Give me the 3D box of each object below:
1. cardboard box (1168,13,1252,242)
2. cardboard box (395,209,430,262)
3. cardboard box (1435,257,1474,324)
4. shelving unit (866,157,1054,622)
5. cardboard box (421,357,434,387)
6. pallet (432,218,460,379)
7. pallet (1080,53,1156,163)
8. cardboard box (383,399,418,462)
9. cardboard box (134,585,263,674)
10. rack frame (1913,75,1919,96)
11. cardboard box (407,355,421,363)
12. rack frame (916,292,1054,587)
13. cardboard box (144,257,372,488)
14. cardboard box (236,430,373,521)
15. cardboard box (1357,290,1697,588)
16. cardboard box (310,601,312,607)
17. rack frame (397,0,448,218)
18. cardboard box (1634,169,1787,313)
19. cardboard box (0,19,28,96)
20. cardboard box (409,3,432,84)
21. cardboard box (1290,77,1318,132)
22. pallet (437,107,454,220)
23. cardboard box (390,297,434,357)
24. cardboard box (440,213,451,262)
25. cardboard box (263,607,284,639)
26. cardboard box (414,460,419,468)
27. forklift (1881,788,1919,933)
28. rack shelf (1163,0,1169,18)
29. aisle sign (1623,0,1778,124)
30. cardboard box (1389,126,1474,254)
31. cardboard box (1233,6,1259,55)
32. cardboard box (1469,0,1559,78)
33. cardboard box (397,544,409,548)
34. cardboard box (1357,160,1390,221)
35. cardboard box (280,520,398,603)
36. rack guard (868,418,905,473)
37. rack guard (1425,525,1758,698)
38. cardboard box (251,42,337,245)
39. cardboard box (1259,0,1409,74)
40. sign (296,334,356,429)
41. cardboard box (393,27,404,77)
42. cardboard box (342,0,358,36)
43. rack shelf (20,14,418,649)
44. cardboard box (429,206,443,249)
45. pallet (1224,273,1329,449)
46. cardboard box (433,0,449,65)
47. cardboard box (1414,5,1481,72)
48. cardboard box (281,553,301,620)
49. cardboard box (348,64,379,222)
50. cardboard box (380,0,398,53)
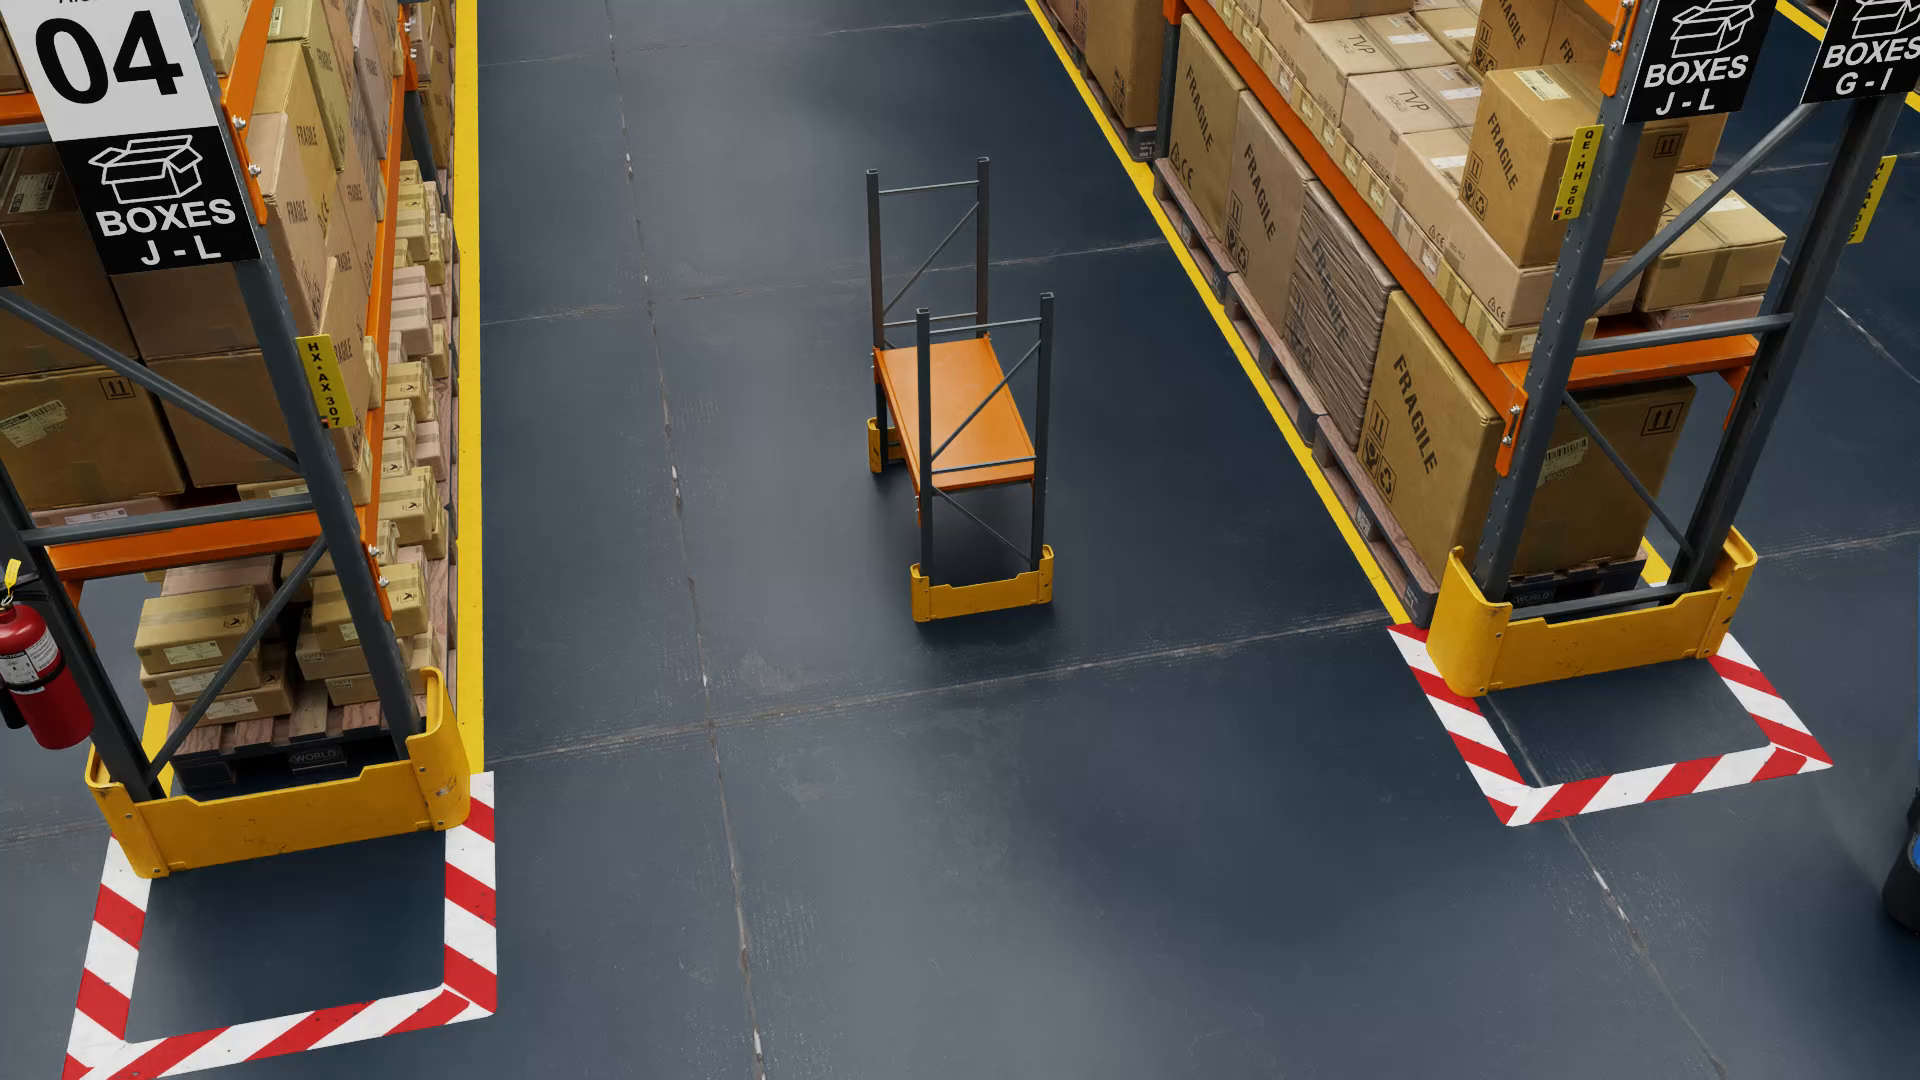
[{"bbox_3d":[1.683,-2.219,8.774,0.875,0.875,0.875,-8,42,-9],"label":"cardboard box"},{"bbox_3d":[-2.761,-1.450,8.007,0.380,0.149,0.250,-9,42,-10],"label":"cardboard box"},{"bbox_3d":[2.026,-0.961,6.262,0.380,0.149,0.250,-8,42,-9],"label":"cardboard box"},{"bbox_3d":[-0.016,-0.610,6.808,0.587,1.500,1.083,-8,42,-9],"label":"shelving unit"},{"bbox_3d":[-2.615,-0.686,7.595,0.380,0.149,0.250,-8,42,-8],"label":"cardboard box"},{"bbox_3d":[-3.067,-1.177,8.417,1.003,0.211,1.213,-8,42,-9],"label":"pallet"},{"bbox_3d":[1.379,-2.742,10.180,1.003,0.211,1.213,-8,42,-9],"label":"pallet"},{"bbox_3d":[-2.455,-0.432,6.860,0.380,0.149,0.250,-7,42,-8],"label":"cardboard box"},{"bbox_3d":[-2.744,0.322,6.010,0.380,0.149,0.250,-8,42,-9],"label":"cardboard box"},{"bbox_3d":[6.455,-4.005,9.502,1.000,3.000,0.127,-8,42,-9],"label":"rack frame"},{"bbox_3d":[-2.651,-0.833,7.536,0.380,0.149,0.250,-10,43,-11],"label":"cardboard box"},{"bbox_3d":[0.091,-0.287,6.443,0.500,1.500,0.032,-8,42,-9],"label":"rack frame"},{"bbox_3d":[-2.210,-0.537,5.296,0.500,0.500,0.500,-6,42,-7],"label":"cardboard box"},{"bbox_3d":[-2.133,-0.220,5.428,0.380,0.149,0.250,-9,42,-10],"label":"cardboard box"},{"bbox_3d":[2.266,-0.468,6.802,0.875,0.875,0.875,-8,42,-9],"label":"cardboard box"},{"bbox_3d":[-2.320,0.308,6.474,0.380,0.149,0.250,-9,42,-9],"label":"cardboard box"},{"bbox_3d":[-3.246,-2.650,7.976,1.000,3.000,0.127,-8,42,-9],"label":"rack frame"},{"bbox_3d":[2.642,-1.108,6.127,0.500,0.250,0.500,-9,42,-10],"label":"cardboard box"},{"bbox_3d":[-2.739,-1.380,4.399,0.500,0.250,0.500,-9,42,-10],"label":"cardboard box"},{"bbox_3d":[-3.148,-2.670,9.000,0.500,0.250,0.500,-10,43,-11],"label":"cardboard box"},{"bbox_3d":[1.696,-1.952,7.379,0.380,0.149,0.250,-9,42,-11],"label":"cardboard box"},{"bbox_3d":[-3.416,-2.112,9.470,1.003,0.211,1.213,-8,42,-9],"label":"pallet"},{"bbox_3d":[-2.562,-0.935,7.427,0.380,0.149,0.250,-10,43,-11],"label":"cardboard box"},{"bbox_3d":[-2.829,-1.536,8.552,0.380,0.149,0.250,-8,42,-9],"label":"cardboard box"},{"bbox_3d":[-2.779,0.262,6.302,0.380,0.149,0.250,-9,42,-10],"label":"cardboard box"},{"bbox_3d":[-2.476,-0.185,7.030,0.380,0.149,0.250,-8,42,-9],"label":"cardboard box"},{"bbox_3d":[4.508,-0.327,5.410,1.130,2.935,3.031,29,49,29],"label":"forklift"},{"bbox_3d":[1.187,-4.323,10.402,1.077,0.370,4.000,-8,42,-9],"label":"rack shelf"},{"bbox_3d":[2.205,-1.585,4.818,0.394,0.787,0.004,-8,42,-9],"label":"aisle sign"},{"bbox_3d":[2.010,-1.363,6.415,0.500,0.250,0.500,-9,42,-10],"label":"cardboard box"},{"bbox_3d":[1.530,-2.451,7.941,0.380,0.149,0.250,-9,42,-10],"label":"cardboard box"},{"bbox_3d":[2.417,-2.047,6.621,0.500,0.500,0.500,-9,42,-10],"label":"cardboard box"},{"bbox_3d":[-2.388,0.032,6.561,0.380,0.149,0.250,-8,42,-9],"label":"cardboard box"},{"bbox_3d":[1.862,-1.454,6.818,0.380,0.149,0.250,-9,42,-10],"label":"cardboard box"},{"bbox_3d":[-2.341,0.079,6.284,0.380,0.149,0.250,-8,42,-9],"label":"cardboard box"},{"bbox_3d":[-0.124,-0.466,7.586,0.587,0.250,0.087,-8,42,-9],"label":"rack guard"},{"bbox_3d":[2.487,0.248,6.594,1.175,0.500,0.348,-8,42,-9],"label":"rack guard"},{"bbox_3d":[-2.336,-1.235,5.329,0.500,0.500,0.500,-7,42,-8],"label":"cardboard box"},{"bbox_3d":[1.684,-2.350,7.527,0.500,0.250,0.500,-7,42,-8],"label":"cardboard box"},{"bbox_3d":[-1.853,-0.459,4.856,0.100,0.325,0.005,-8,42,-9],"label":"sign"},{"bbox_3d":[-2.794,-2.253,7.718,0.380,0.149,0.250,-9,42,-10],"label":"cardboard box"},{"bbox_3d":[-2.667,-2.239,6.460,0.500,0.500,0.500,-7,42,-8],"label":"cardboard box"},{"bbox_3d":[-2.814,-1.085,6.754,1.077,0.370,4.000,-8,42,-9],"label":"rack shelf"},{"bbox_3d":[-2.797,-1.520,8.310,0.380,0.149,0.250,-10,43,-11],"label":"cardboard box"},{"bbox_3d":[1.973,-0.956,8.168,1.003,0.211,1.213,-8,42,-9],"label":"pallet"},{"bbox_3d":[-3.389,-3.070,10.015,0.500,0.500,0.500,-8,42,-9],"label":"cardboard box"},{"bbox_3d":[2.301,-2.107,7.253,0.500,0.250,0.500,-9,42,-10],"label":"cardboard box"},{"bbox_3d":[-2.827,0.205,6.591,0.380,0.149,0.250,-9,42,-9],"label":"cardboard box"},{"bbox_3d":[-2.560,-1.529,6.413,0.500,0.500,0.500,-9,42,-10],"label":"cardboard box"},{"bbox_3d":[-2.866,-2.526,7.537,0.500,0.500,0.500,-8,42,-9],"label":"cardboard box"}]
